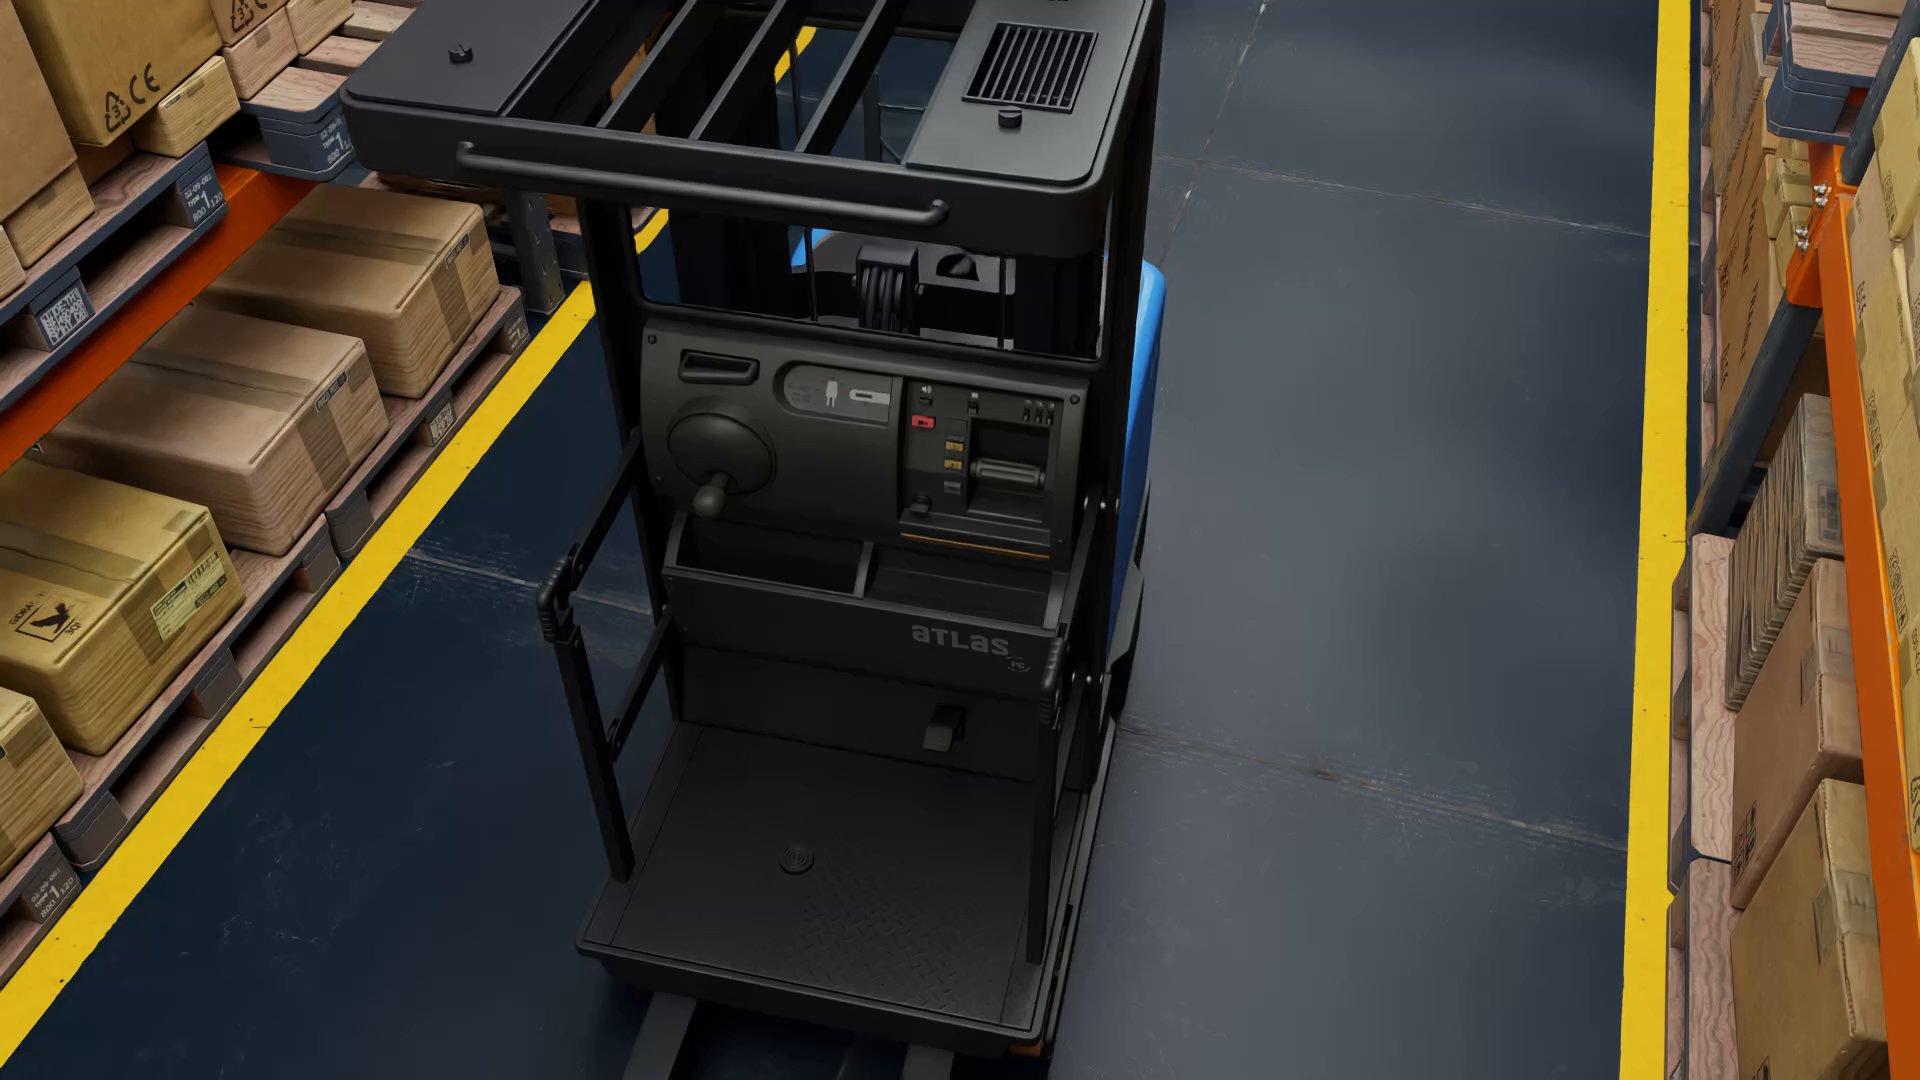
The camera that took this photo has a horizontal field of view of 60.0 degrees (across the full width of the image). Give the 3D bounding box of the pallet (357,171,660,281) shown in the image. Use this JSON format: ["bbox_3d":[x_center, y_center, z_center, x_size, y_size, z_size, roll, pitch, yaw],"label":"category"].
[{"bbox_3d":[-1.645,-1.545,6.678,1.003,0.211,1.213,13,46,13],"label":"pallet"}]

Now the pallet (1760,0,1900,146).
[{"bbox_3d":[2.915,-1.381,4.654,1.213,0.211,1.003,13,46,13],"label":"pallet"}]

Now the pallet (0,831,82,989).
[{"bbox_3d":[-2.933,1.112,3.963,1.003,0.211,1.213,13,46,13],"label":"pallet"}]

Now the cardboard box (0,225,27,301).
[{"bbox_3d":[-2.277,-0.590,3.588,0.380,0.149,0.250,14,46,14],"label":"cardboard box"}]

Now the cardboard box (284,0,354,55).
[{"bbox_3d":[-1.876,-1.452,4.469,0.380,0.149,0.250,12,46,12],"label":"cardboard box"}]

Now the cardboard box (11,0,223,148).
[{"bbox_3d":[-2.126,-1.278,3.827,0.500,0.500,0.500,10,45,10],"label":"cardboard box"}]

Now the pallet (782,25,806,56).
[{"bbox_3d":[-1.274,-2.355,7.506,1.003,0.211,1.213,13,46,13],"label":"pallet"}]

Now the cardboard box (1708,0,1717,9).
[{"bbox_3d":[3.627,-2.631,7.281,0.500,0.500,0.500,14,46,14],"label":"cardboard box"}]

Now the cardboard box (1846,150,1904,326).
[{"bbox_3d":[2.409,-0.685,3.913,0.500,0.250,0.500,13,46,13],"label":"cardboard box"}]

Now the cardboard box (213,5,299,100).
[{"bbox_3d":[-1.960,-1.286,4.299,0.380,0.149,0.250,11,45,11],"label":"cardboard box"}]

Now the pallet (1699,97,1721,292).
[{"bbox_3d":[3.410,-1.286,6.414,1.003,0.211,1.213,13,46,13],"label":"pallet"}]

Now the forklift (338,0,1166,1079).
[{"bbox_3d":[-0.254,-0.109,3.265,1.130,2.935,3.031,9,45,9],"label":"forklift"}]

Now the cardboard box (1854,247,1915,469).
[{"bbox_3d":[2.252,-0.351,3.571,0.500,0.250,0.500,12,46,12],"label":"cardboard box"}]

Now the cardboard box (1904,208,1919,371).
[{"bbox_3d":[2.256,-0.531,3.397,0.500,0.250,0.500,14,46,14],"label":"cardboard box"}]

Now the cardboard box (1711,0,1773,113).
[{"bbox_3d":[3.319,-1.942,6.577,0.500,0.500,0.500,11,45,11],"label":"cardboard box"}]

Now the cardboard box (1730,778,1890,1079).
[{"bbox_3d":[2.180,1.015,3.466,0.875,0.625,0.625,11,45,11],"label":"cardboard box"}]

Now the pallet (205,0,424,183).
[{"bbox_3d":[-2.070,-1.466,4.740,1.213,0.211,1.003,13,46,13],"label":"pallet"}]

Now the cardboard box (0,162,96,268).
[{"bbox_3d":[-2.224,-0.774,3.776,0.380,0.149,0.250,11,45,11],"label":"cardboard box"}]

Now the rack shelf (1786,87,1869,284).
[{"bbox_3d":[3.382,-2.059,5.724,1.077,0.370,4.000,13,46,13],"label":"rack shelf"}]

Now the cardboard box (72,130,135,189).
[{"bbox_3d":[-2.226,-0.959,3.965,0.380,0.149,0.250,13,46,13],"label":"cardboard box"}]

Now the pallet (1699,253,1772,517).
[{"bbox_3d":[3.038,-0.476,5.585,1.003,0.211,1.213,13,46,13],"label":"pallet"}]

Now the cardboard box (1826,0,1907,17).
[{"bbox_3d":[2.609,-1.562,4.581,0.380,0.149,0.250,13,46,13],"label":"cardboard box"}]

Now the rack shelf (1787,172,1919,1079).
[{"bbox_3d":[2.171,0.607,2.999,1.077,0.370,4.000,13,46,13],"label":"rack shelf"}]

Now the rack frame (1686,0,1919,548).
[{"bbox_3d":[2.776,-0.983,4.110,1.000,3.000,0.127,13,46,13],"label":"rack frame"}]

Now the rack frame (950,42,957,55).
[{"bbox_3d":[0.213,-1.360,5.568,0.500,1.500,0.032,9,45,9],"label":"rack frame"}]

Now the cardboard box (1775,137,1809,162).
[{"bbox_3d":[2.859,-1.209,5.364,0.380,0.149,0.250,11,45,11],"label":"cardboard box"}]

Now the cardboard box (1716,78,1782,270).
[{"bbox_3d":[3.017,-1.248,5.867,0.500,0.500,0.500,14,46,14],"label":"cardboard box"}]

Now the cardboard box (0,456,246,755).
[{"bbox_3d":[-2.587,0.130,4.551,0.950,0.372,0.625,14,46,14],"label":"cardboard box"}]

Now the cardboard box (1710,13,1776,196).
[{"bbox_3d":[3.156,-1.598,6.225,0.500,0.500,0.500,11,45,11],"label":"cardboard box"}]

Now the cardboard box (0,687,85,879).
[{"bbox_3d":[-2.796,0.593,4.077,0.950,0.372,0.625,15,46,15],"label":"cardboard box"}]

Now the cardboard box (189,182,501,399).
[{"bbox_3d":[-2.136,-0.868,5.571,0.950,0.372,0.625,10,45,10],"label":"cardboard box"}]

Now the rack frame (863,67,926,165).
[{"bbox_3d":[-0.010,-0.667,4.859,0.500,1.500,0.032,9,45,9],"label":"rack frame"}]

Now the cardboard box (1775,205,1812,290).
[{"bbox_3d":[2.684,-0.854,5.002,0.380,0.149,0.250,10,45,11],"label":"cardboard box"}]

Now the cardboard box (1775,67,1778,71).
[{"bbox_3d":[3.113,-1.732,5.899,0.380,0.149,0.250,11,45,11],"label":"cardboard box"}]

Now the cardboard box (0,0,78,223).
[{"bbox_3d":[-2.292,-0.915,3.456,0.500,0.500,0.500,11,45,11],"label":"cardboard box"}]

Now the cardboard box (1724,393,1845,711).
[{"bbox_3d":[2.574,0.129,4.372,0.875,0.625,0.625,14,46,14],"label":"cardboard box"}]

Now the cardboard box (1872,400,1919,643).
[{"bbox_3d":[2.103,-0.006,3.219,0.500,0.250,0.500,11,45,11],"label":"cardboard box"}]

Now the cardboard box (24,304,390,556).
[{"bbox_3d":[-2.352,-0.375,5.067,0.950,0.372,0.625,12,46,12],"label":"cardboard box"}]

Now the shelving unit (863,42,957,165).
[{"bbox_3d":[0.101,-1.013,5.213,0.538,1.500,1.048,9,45,9],"label":"shelving unit"}]

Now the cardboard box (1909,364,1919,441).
[{"bbox_3d":[2.081,-0.185,3.045,0.500,0.250,0.500,11,46,11],"label":"cardboard box"}]

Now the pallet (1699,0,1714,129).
[{"bbox_3d":[3.777,-2.102,7.248,1.003,0.211,1.213,13,46,13],"label":"pallet"}]

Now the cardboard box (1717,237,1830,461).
[{"bbox_3d":[2.699,-0.567,5.172,0.500,0.500,0.500,14,46,14],"label":"cardboard box"}]

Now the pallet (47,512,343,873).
[{"bbox_3d":[-2.565,0.296,4.797,1.003,0.211,1.213,13,46,13],"label":"pallet"}]

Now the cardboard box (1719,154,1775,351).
[{"bbox_3d":[2.861,-0.898,5.510,0.500,0.500,0.500,12,46,12],"label":"cardboard box"}]

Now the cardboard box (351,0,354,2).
[{"bbox_3d":[-1.843,-1.630,4.650,0.380,0.149,0.250,13,46,13],"label":"cardboard box"}]

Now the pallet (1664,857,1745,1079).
[{"bbox_3d":[2.118,1.365,3.704,1.003,0.211,1.213,13,46,13],"label":"pallet"}]

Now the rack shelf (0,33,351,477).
[{"bbox_3d":[-2.561,-0.442,4.071,1.077,0.370,4.000,13,46,13],"label":"rack shelf"}]

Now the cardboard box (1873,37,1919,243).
[{"bbox_3d":[2.385,-0.869,3.743,0.500,0.250,0.500,12,46,12],"label":"cardboard box"}]

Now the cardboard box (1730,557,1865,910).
[{"bbox_3d":[2.384,0.566,3.925,0.875,0.625,0.625,14,46,14],"label":"cardboard box"}]

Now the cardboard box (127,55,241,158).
[{"bbox_3d":[-2.030,-1.100,4.109,0.380,0.149,0.250,13,46,13],"label":"cardboard box"}]

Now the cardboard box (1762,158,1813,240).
[{"bbox_3d":[2.738,-1.043,5.194,0.380,0.149,0.250,10,45,10],"label":"cardboard box"}]

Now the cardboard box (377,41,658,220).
[{"bbox_3d":[-1.667,-1.865,6.230,0.875,0.875,0.875,12,46,12],"label":"cardboard box"}]

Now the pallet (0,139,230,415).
[{"bbox_3d":[-2.516,-0.635,3.891,1.003,0.211,1.213,13,46,13],"label":"pallet"}]

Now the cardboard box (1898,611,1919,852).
[{"bbox_3d":[1.944,0.339,2.866,0.500,0.250,0.500,14,46,14],"label":"cardboard box"}]

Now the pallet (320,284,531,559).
[{"bbox_3d":[-2.194,-0.515,5.625,1.003,0.211,1.213,13,46,13],"label":"pallet"}]

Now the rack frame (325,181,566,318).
[{"bbox_3d":[-1.956,-2.032,5.182,1.000,3.000,0.127,13,46,13],"label":"rack frame"}]

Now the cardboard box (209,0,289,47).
[{"bbox_3d":[-1.974,-1.615,4.171,0.500,0.500,0.500,12,46,12],"label":"cardboard box"}]

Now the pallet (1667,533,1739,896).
[{"bbox_3d":[2.490,0.554,4.533,1.003,0.211,1.213,13,46,13],"label":"pallet"}]

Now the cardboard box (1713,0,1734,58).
[{"bbox_3d":[3.475,-2.274,6.916,0.500,0.500,0.500,12,46,12],"label":"cardboard box"}]
